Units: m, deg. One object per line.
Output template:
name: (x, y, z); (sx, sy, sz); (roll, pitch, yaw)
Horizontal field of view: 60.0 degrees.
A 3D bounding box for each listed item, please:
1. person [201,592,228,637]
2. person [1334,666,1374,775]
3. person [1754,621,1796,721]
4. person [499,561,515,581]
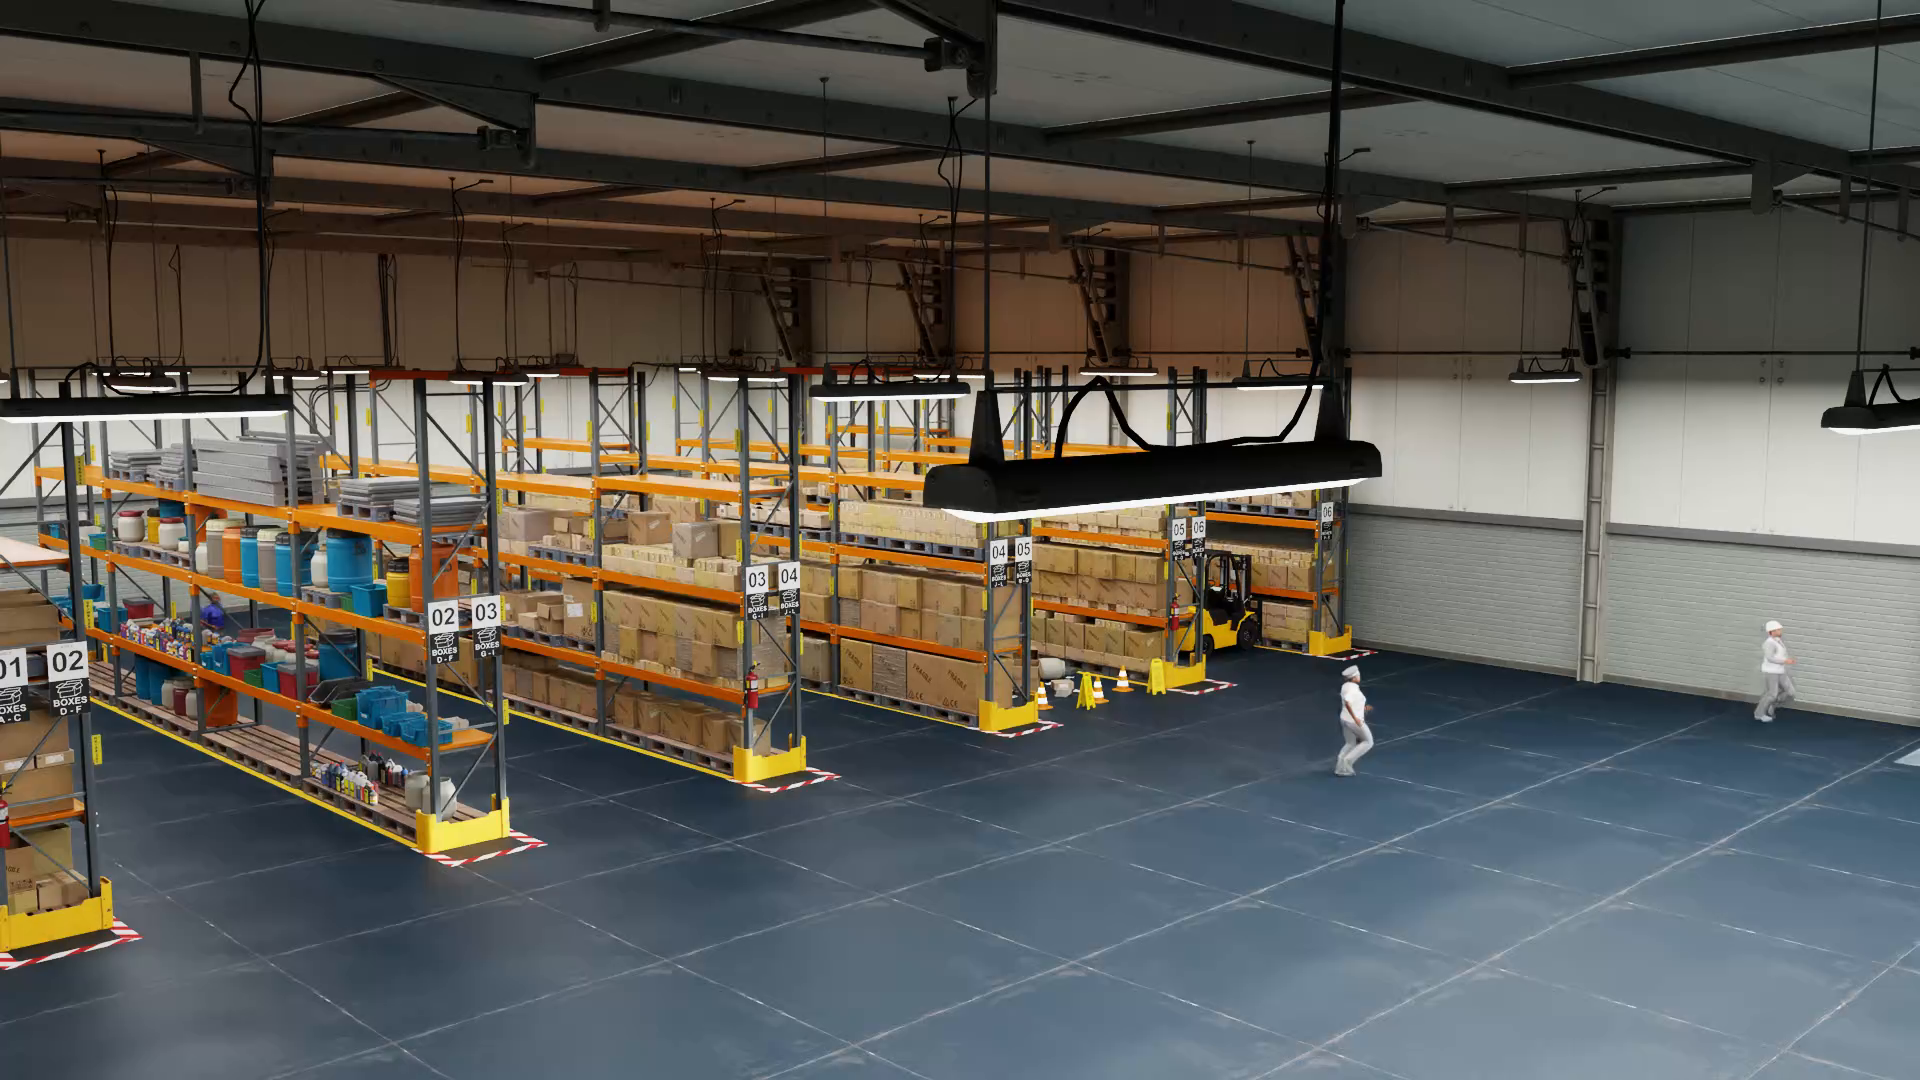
person: (-14.664, 1.840, 32.665); (0.876, 1.654, 0.564); (4, 8, 34)
person: (5.916, 2.700, 24.845); (0.592, 1.655, 0.560); (-1, 7, -12)
person: (13.970, 2.246, 28.441); (0.641, 1.734, 0.637); (6, 9, 44)
person: (-11.109, 0.917, 40.729); (0.842, 1.628, 0.757); (-4, 7, -29)
